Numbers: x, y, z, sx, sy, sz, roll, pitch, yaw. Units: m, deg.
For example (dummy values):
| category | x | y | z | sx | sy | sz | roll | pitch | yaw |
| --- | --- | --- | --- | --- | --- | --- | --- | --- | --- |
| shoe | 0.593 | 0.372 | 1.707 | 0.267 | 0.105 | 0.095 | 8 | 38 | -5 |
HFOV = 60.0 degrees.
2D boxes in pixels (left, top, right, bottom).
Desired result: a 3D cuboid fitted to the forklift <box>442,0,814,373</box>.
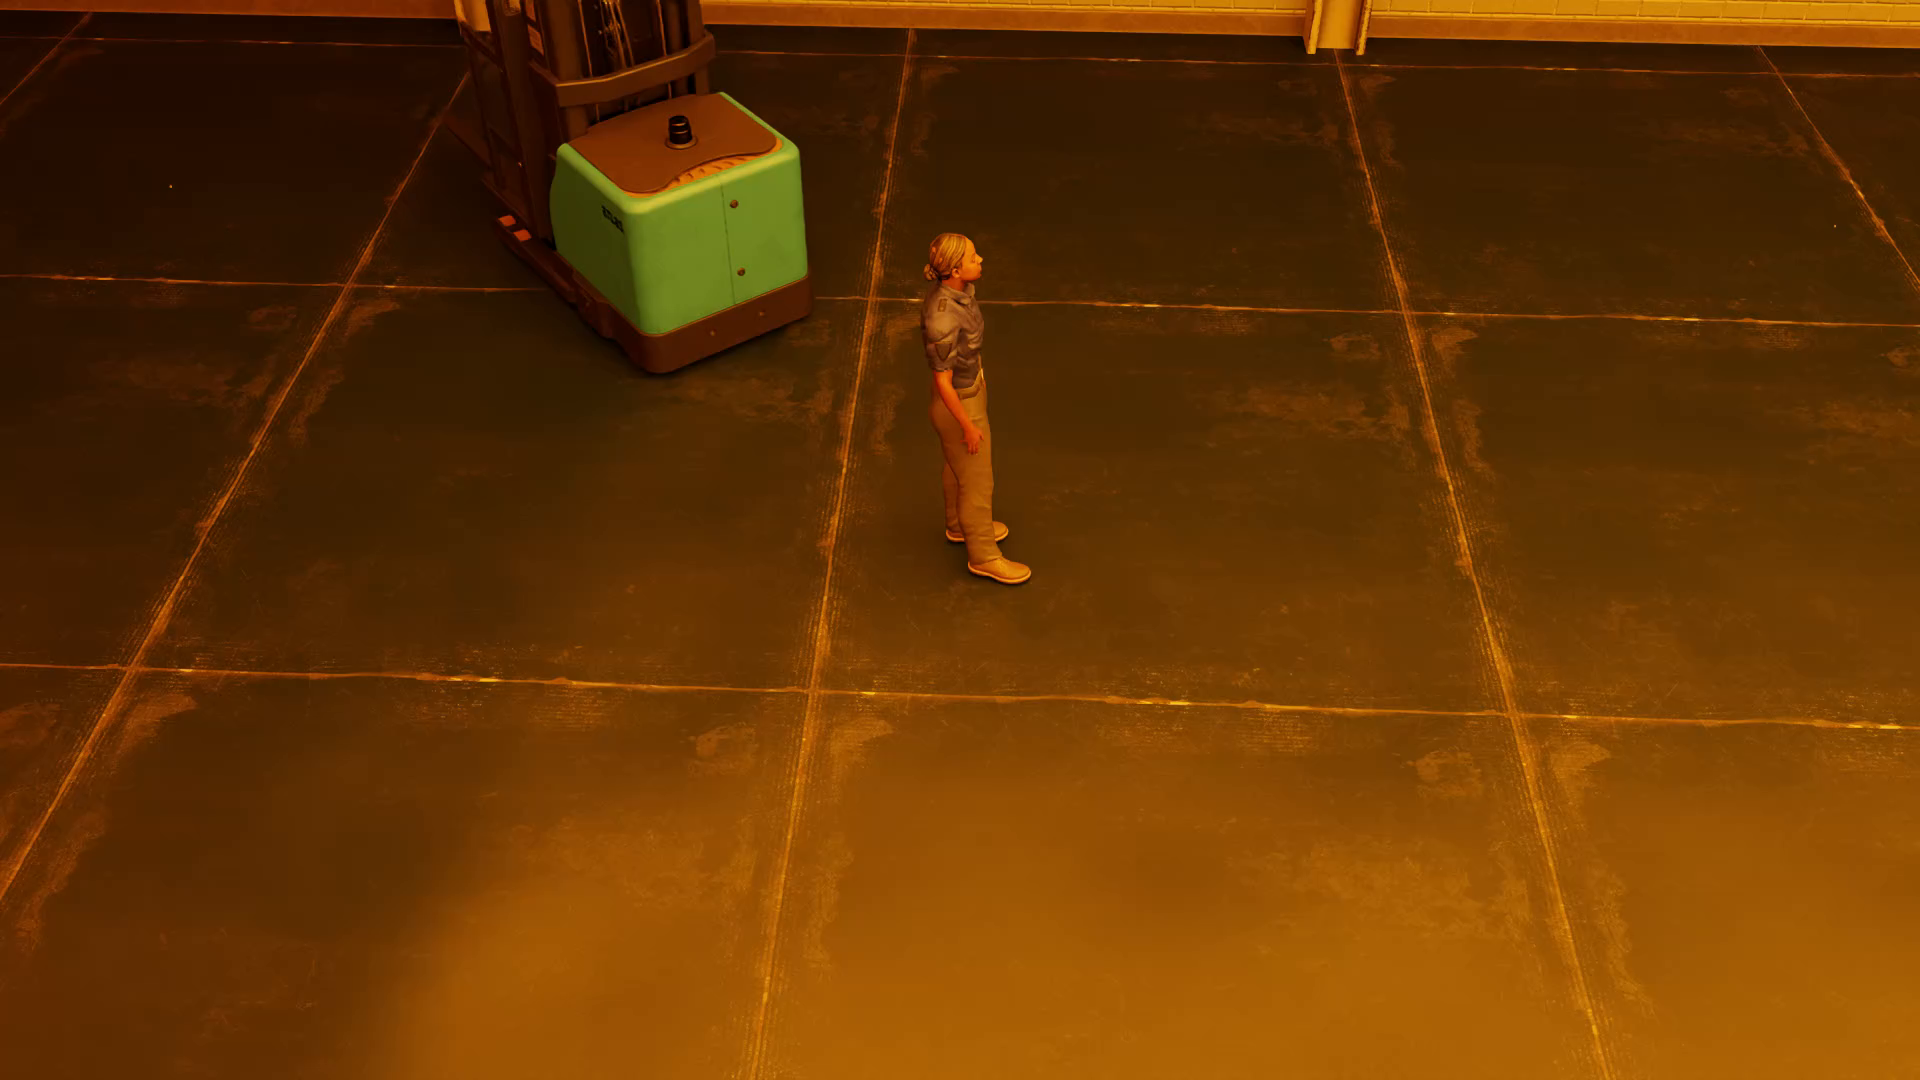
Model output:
| category | x | y | z | sx | sy | sz | roll | pitch | yaw |
| --- | --- | --- | --- | --- | --- | --- | --- | --- | --- |
| forklift | -2.097 | -2.907 | 8.926 | 1.130 | 2.935 | 3.031 | -27 | 49 | -26 |

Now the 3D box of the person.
| category | x | y | z | sx | sy | sz | roll | pitch | yaw |
| --- | --- | --- | --- | --- | --- | --- | --- | --- | --- |
| person | 0.086 | -0.600 | 7.336 | 0.504 | 1.654 | 0.570 | 2 | 42 | 2 |
